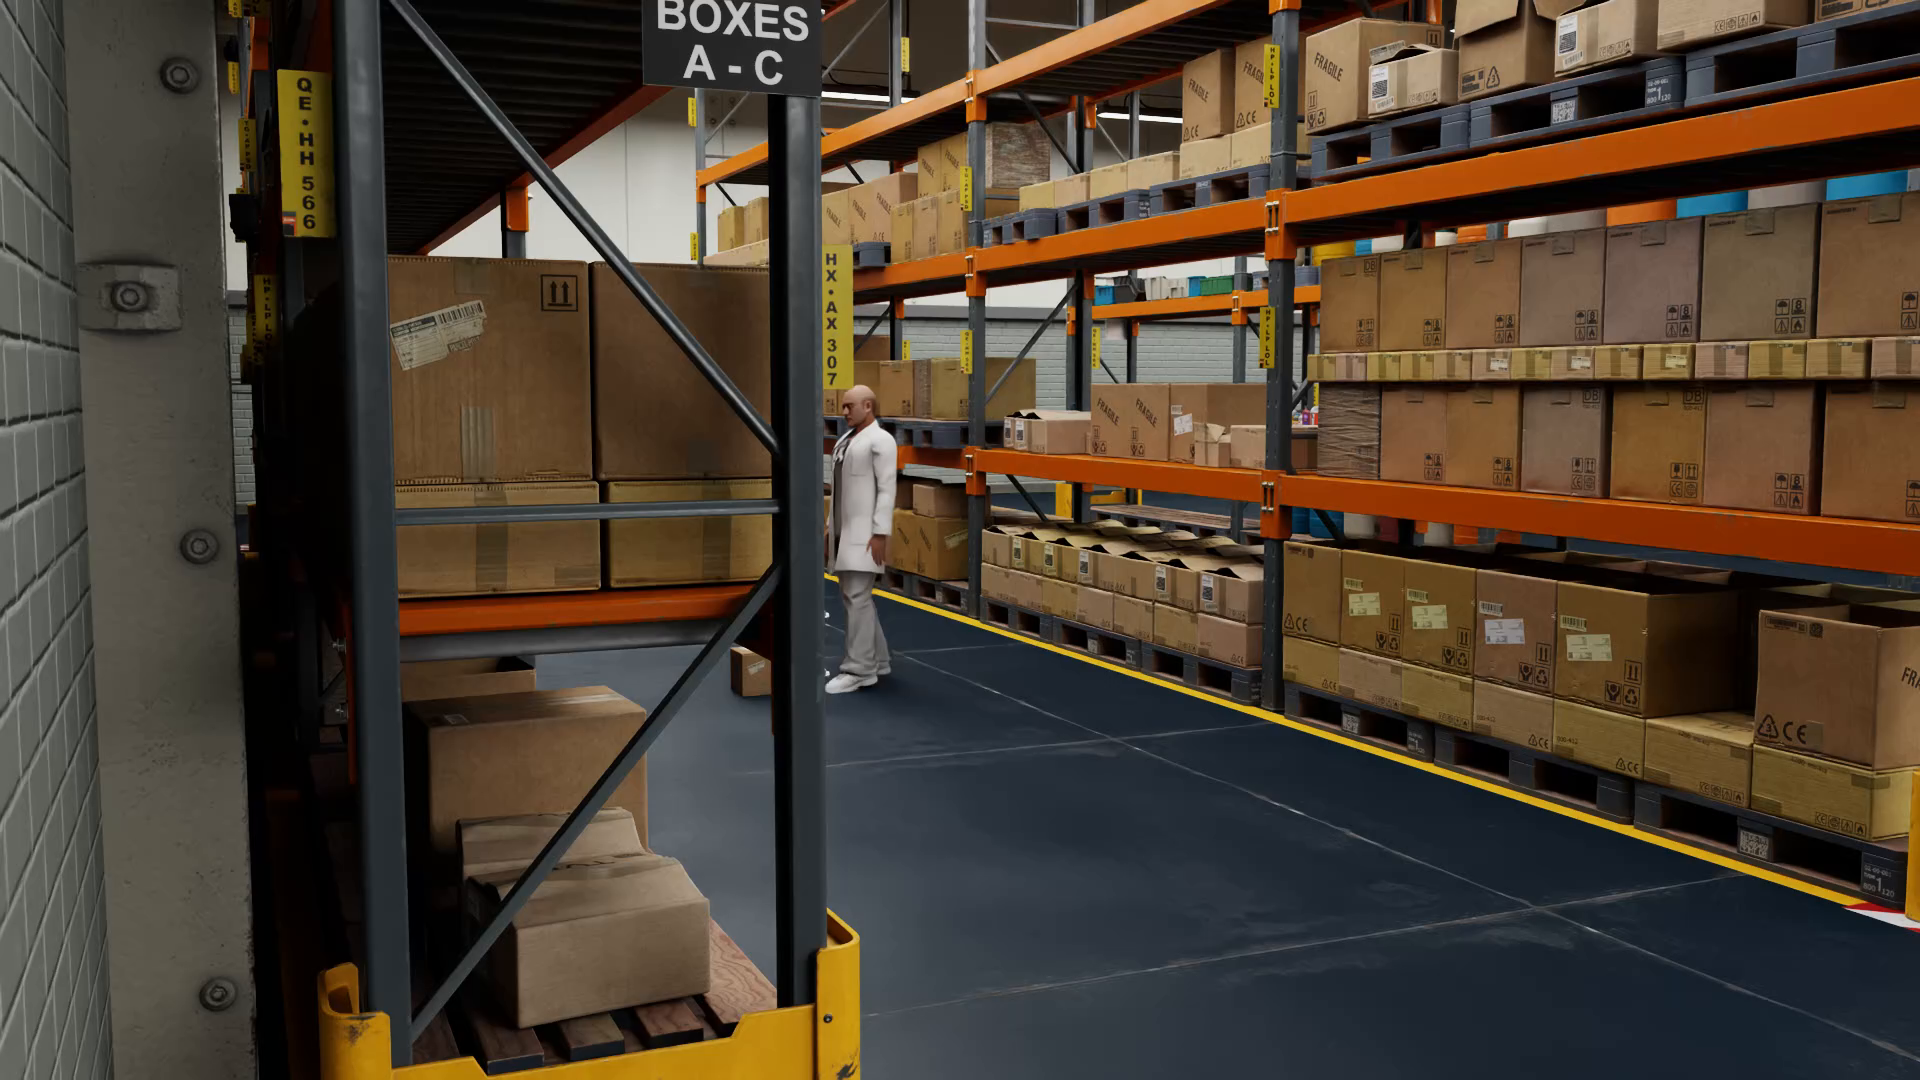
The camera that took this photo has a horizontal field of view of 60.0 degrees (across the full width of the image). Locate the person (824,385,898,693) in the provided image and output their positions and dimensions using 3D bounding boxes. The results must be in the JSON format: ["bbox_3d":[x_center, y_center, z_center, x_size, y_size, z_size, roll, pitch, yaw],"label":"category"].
[{"bbox_3d":[-0.625,-0.017,9.889,0.586,1.799,0.600,-3,6,-33],"label":"person"}]
